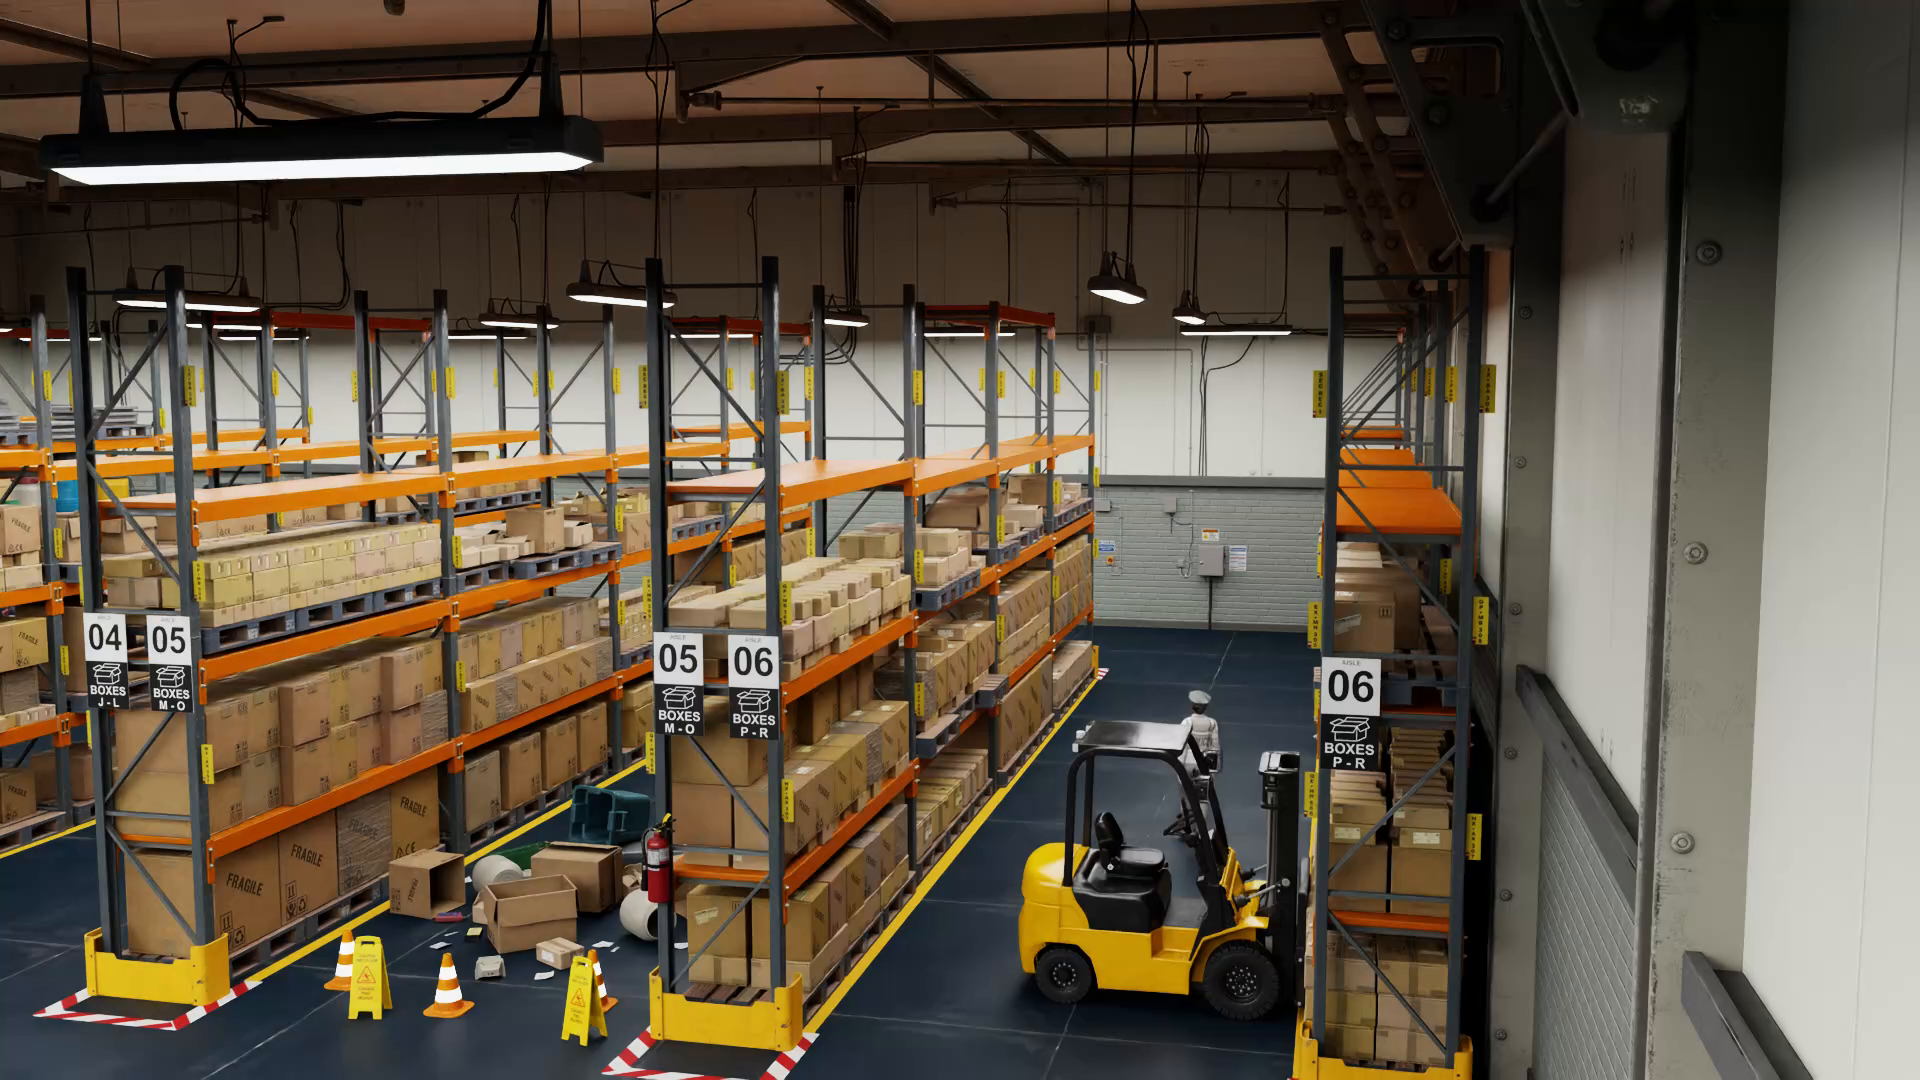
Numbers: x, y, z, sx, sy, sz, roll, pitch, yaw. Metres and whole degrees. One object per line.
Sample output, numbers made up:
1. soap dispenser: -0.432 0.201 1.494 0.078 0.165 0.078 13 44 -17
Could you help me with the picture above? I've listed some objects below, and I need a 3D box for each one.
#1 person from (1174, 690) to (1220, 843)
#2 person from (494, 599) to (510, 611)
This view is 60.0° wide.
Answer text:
1. person: 2.607 2.510 18.219 0.488 1.721 0.667 0 6 0
2. person: -7.255 1.740 25.856 0.542 1.646 0.617 2 6 15
